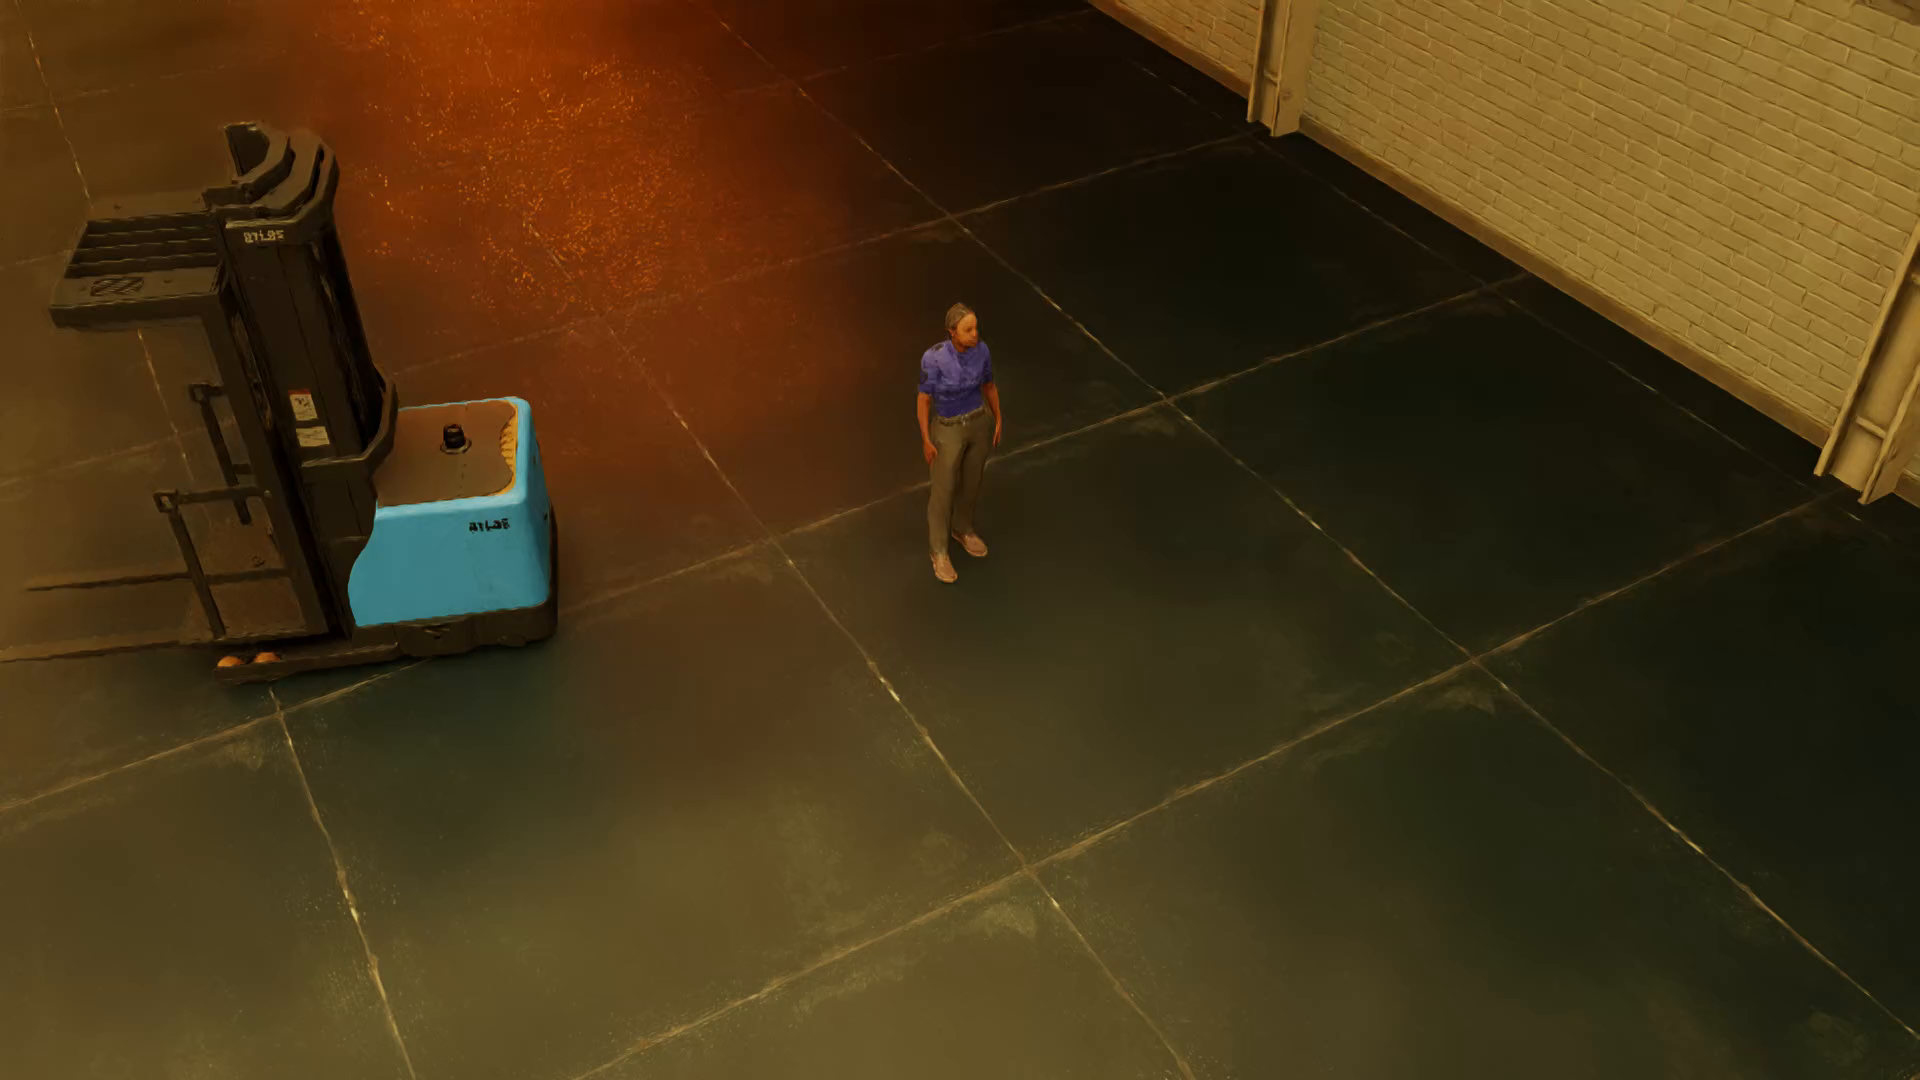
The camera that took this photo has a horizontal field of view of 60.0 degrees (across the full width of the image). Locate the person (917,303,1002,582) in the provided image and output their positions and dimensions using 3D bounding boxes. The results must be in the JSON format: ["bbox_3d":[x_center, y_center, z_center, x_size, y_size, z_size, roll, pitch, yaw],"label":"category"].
[{"bbox_3d":[0.027,-0.588,9.733,0.570,1.654,0.503,-20,44,-23],"label":"person"}]

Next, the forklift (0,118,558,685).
[{"bbox_3d":[-3.898,-0.678,8.853,3.031,2.935,1.130,-7,40,-8],"label":"forklift"}]
